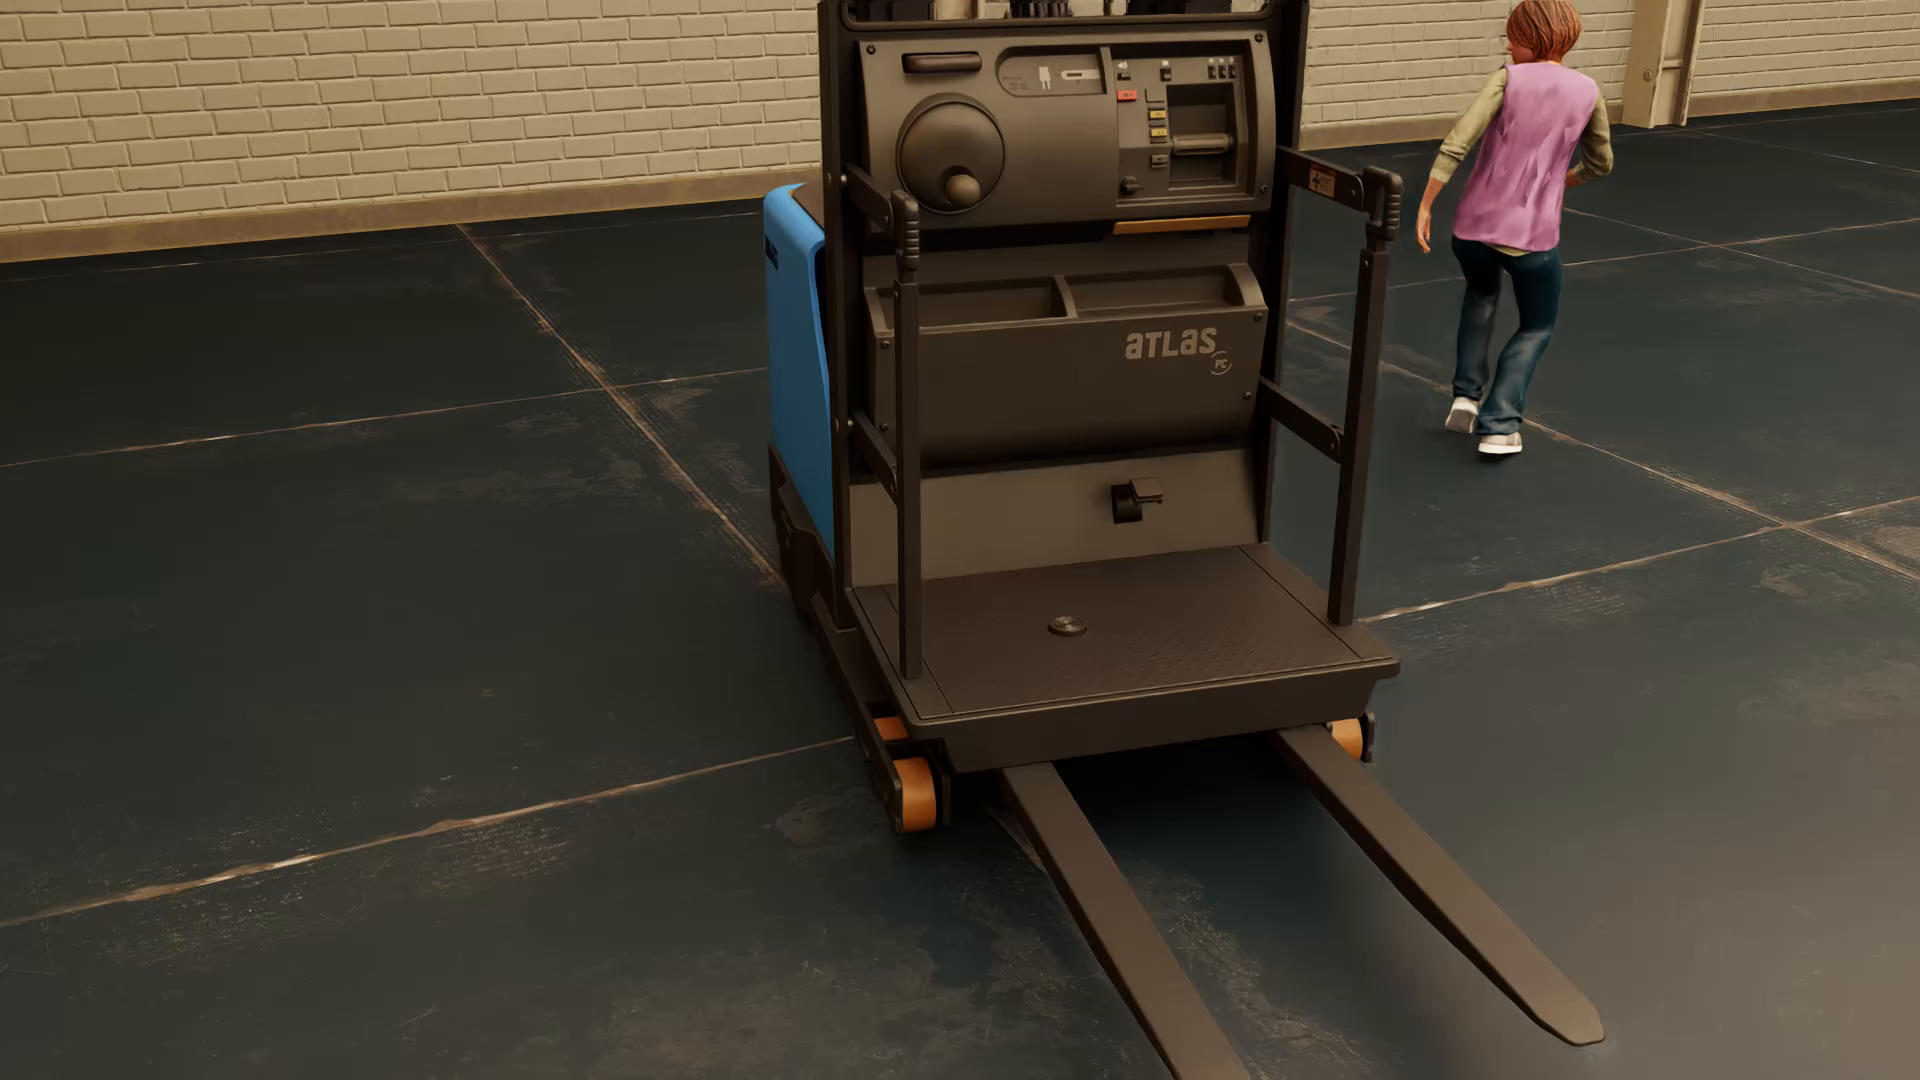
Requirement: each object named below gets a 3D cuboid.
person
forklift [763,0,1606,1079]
[{"bbox_3d":[1.865,-1.021,5.616,0.549,1.564,0.671,10,25,23],"label":"person"},{"bbox_3d":[0.303,-0.886,3.420,1.130,2.935,3.031,-6,23,-14],"label":"forklift"}]
